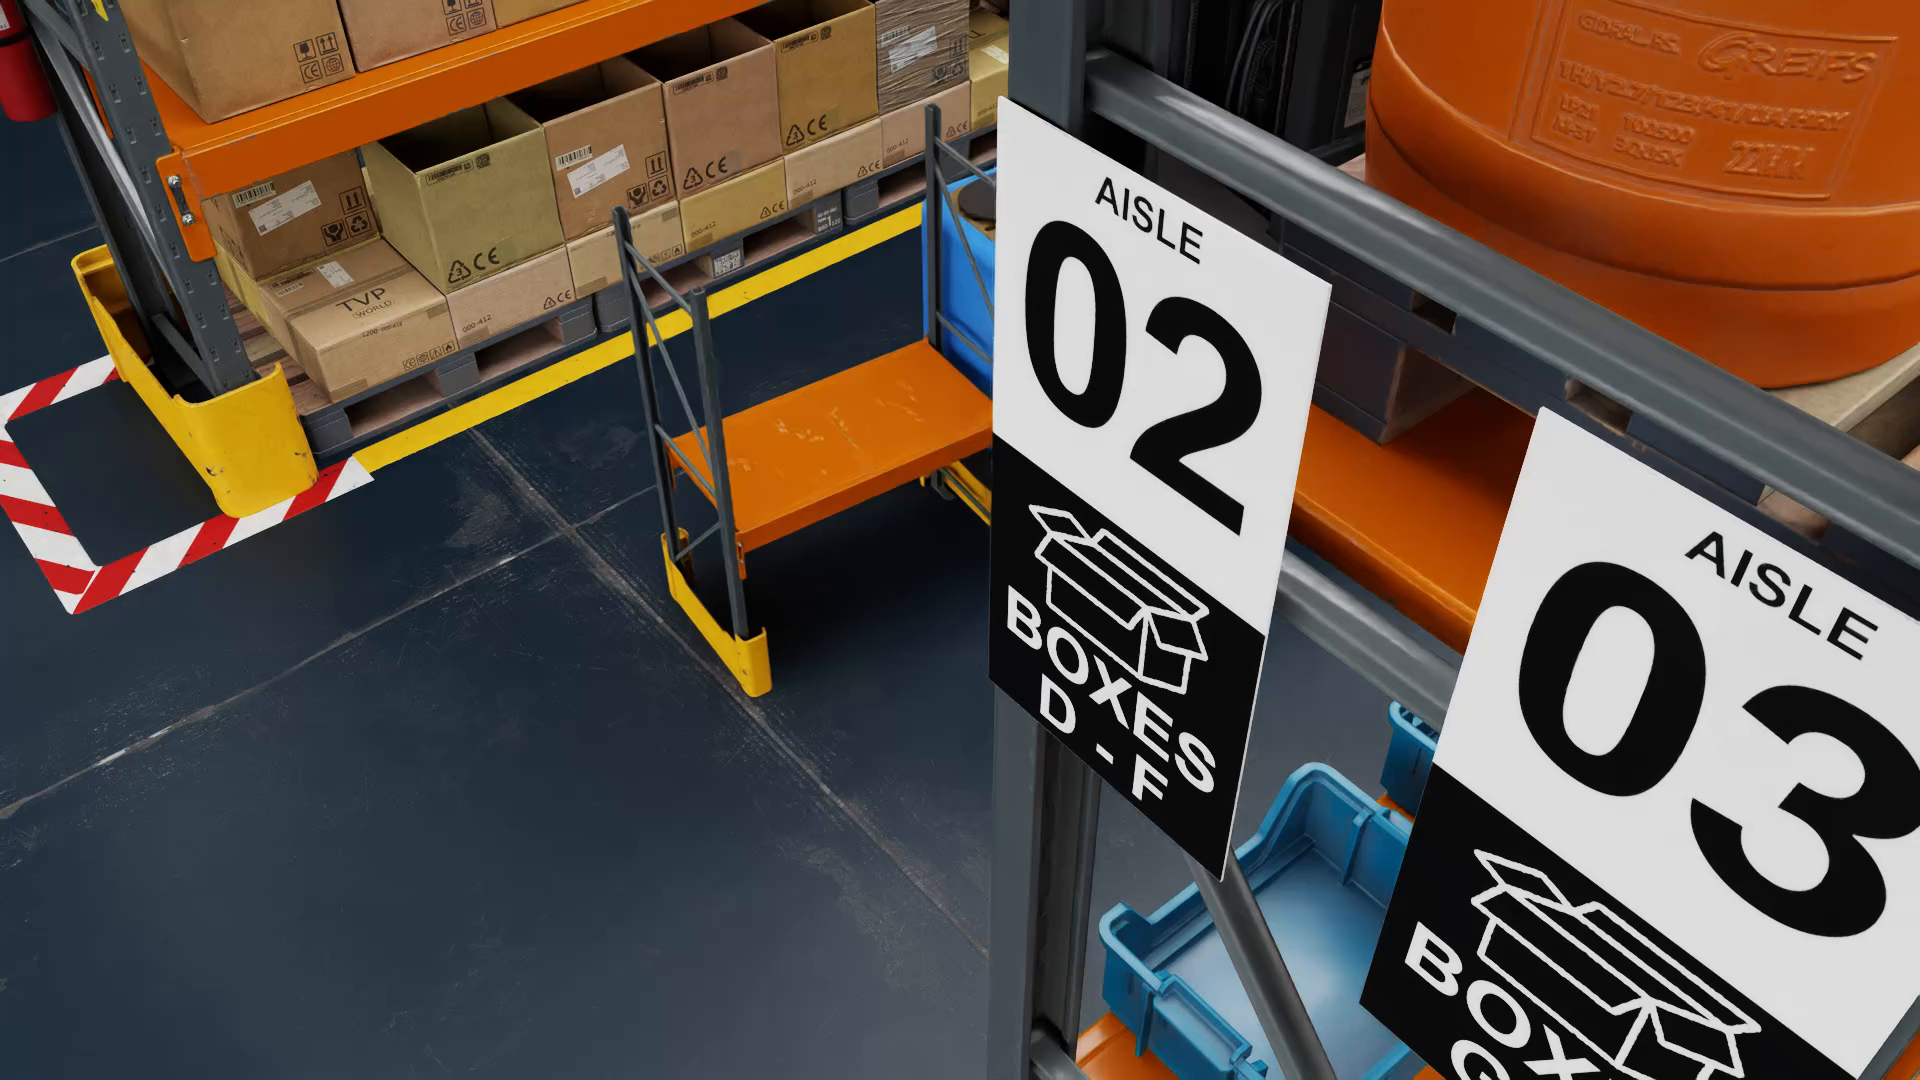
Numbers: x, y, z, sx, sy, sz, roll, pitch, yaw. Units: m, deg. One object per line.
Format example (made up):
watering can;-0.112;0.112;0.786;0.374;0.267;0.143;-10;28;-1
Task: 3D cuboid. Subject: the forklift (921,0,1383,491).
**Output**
forklift;1.368;-1.696;5.415;3.031;2.935;1.130;-25;49;-24

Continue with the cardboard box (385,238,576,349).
cardboard box;-1.832;-1.036;6.364;0.500;0.250;0.500;-30;51;-28

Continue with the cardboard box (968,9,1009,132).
cardboard box;0.086;-2.134;7.533;0.500;0.250;0.500;-30;51;-28

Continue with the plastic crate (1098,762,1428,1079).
plastic crate;0.600;0.735;2.885;0.616;0.251;0.499;-30;51;-28

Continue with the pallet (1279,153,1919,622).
pallet;1.106;-0.279;1.802;1.213;0.211;1.003;-30;51;-28

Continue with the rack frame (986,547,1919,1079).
rack frame;0.408;1.058;2.432;0.127;3.000;1.000;-30;51;-28

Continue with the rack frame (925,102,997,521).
rack frame;0.047;-0.609;5.303;0.032;1.500;0.500;-25;49;-24

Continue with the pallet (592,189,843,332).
pallet;-1.272;-1.419;7.107;1.213;0.211;1.003;-30;51;-28

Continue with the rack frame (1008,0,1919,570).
rack frame;0.408;-1.129;0.379;0.127;3.000;1.000;-30;51;-28

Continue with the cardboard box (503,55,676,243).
cardboard box;-1.455;-1.535;6.347;0.500;0.500;0.500;-30;51;-28

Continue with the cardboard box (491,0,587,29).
cardboard box;-1.616;-2.228;5.858;0.500;0.500;0.700;-29;51;-28

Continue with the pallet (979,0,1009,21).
pallet;0.841;-2.629;8.395;1.213;0.211;1.003;-30;51;-28

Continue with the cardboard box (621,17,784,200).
cardboard box;-1.061;-1.745;6.571;0.500;0.500;0.500;-30;51;-28

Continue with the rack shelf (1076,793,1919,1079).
rack shelf;1.942;0.442;3.614;4.000;0.370;1.077;-30;51;-28

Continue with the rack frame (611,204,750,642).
rack frame;-0.798;-0.221;4.890;0.032;1.500;0.500;-25;49;-24

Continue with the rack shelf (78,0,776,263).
rack shelf;-1.233;-2.161;6.385;4.000;0.370;1.077;-30;51;-28

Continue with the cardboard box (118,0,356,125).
cardboard box;-2.401;-1.780;5.381;0.500;0.500;0.700;-30;51;-28

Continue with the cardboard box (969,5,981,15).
cardboard box;-0.249;-2.408;7.825;0.500;0.250;0.500;-30;51;-28

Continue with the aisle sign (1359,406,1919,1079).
aisle sign;0.541;0.296;1.345;0.004;0.787;0.394;-30;51;-28

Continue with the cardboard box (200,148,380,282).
cardboard box;-2.547;-1.361;6.162;0.500;0.500;0.500;-30;51;-28

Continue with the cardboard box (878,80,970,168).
cardboard box;-0.304;-1.920;7.305;0.500;0.250;0.500;-30;51;-28

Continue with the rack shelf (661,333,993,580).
rack shelf;-0.376;-0.284;5.219;1.000;0.185;0.538;-25;49;-24

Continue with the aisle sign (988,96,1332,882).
aisle sign;0.162;-0.014;1.675;0.004;0.787;0.394;-30;51;-28

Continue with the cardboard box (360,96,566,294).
cardboard box;-1.831;-1.308;6.106;0.500;0.500;0.500;-30;51;-28

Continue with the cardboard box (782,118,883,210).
cardboard box;-0.678;-1.692;7.062;0.500;0.250;0.500;-30;51;-28

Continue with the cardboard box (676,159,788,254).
cardboard box;-1.061;-1.472;6.828;0.500;0.250;0.500;-30;51;-28

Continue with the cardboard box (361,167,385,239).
cardboard box;-2.169;-1.312;6.658;0.500;0.250;0.500;-30;51;-28

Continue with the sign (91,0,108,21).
sign;-2.415;-1.595;4.567;0.005;0.325;0.100;-30;51;-28

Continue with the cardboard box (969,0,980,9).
cardboard box;-0.255;-2.687;7.573;0.500;0.500;0.500;-30;51;-28

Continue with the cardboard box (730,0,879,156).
cardboard box;-0.686;-1.972;6.813;0.500;0.500;0.500;-30;51;-28

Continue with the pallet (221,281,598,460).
pallet;-2.207;-0.886;6.539;1.213;0.211;1.003;-30;51;-28

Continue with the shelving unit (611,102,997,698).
shelving unit;-0.368;-0.418;5.100;1.083;1.500;0.587;-25;49;-24

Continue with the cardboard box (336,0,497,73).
cardboard box;-2.001;-2.013;5.629;0.500;0.500;0.700;-28;50;-27

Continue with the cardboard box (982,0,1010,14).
cardboard box;0.433;-2.787;8.228;0.500;0.250;0.500;-30;51;-28

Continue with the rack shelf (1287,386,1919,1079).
rack shelf;1.942;-0.652;2.587;4.000;0.370;1.077;-30;51;-28

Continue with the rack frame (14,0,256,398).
rack frame;-2.767;-1.545;5.204;0.127;3.000;1.000;-30;51;-28

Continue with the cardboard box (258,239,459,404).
cardboard box;-2.213;-0.814;6.128;0.500;0.250;0.500;-30;51;-28

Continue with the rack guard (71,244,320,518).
rack guard;-2.785;-0.623;6.048;0.348;0.500;1.175;-30;51;-28

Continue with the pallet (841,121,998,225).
pallet;-0.336;-1.958;7.680;1.213;0.211;1.003;-30;51;-28

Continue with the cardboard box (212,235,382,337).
cardboard box;-2.545;-1.086;6.417;0.500;0.250;0.500;-30;51;-28

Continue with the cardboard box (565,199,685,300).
cardboard box;-1.448;-1.255;6.597;0.500;0.250;0.500;-30;51;-28

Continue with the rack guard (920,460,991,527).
rack guard;0.045;-0.153;5.730;0.087;0.250;0.587;-25;49;-24

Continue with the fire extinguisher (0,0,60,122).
fire extinguisher;-3.156;-1.709;5.435;0.183;0.674;0.296;-30;51;-28

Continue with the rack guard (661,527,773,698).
rack guard;-0.782;0.227;5.326;0.087;0.250;0.587;-25;49;-24

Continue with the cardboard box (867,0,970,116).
cardboard box;-0.305;-2.194;7.049;0.500;0.500;0.500;-30;51;-28

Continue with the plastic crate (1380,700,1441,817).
plastic crate;1.102;0.453;3.185;0.408;0.251;0.499;-30;51;-28

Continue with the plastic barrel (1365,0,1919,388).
plastic barrel;0.699;-0.625;1.413;0.708;0.830;0.600;-30;51;-28
